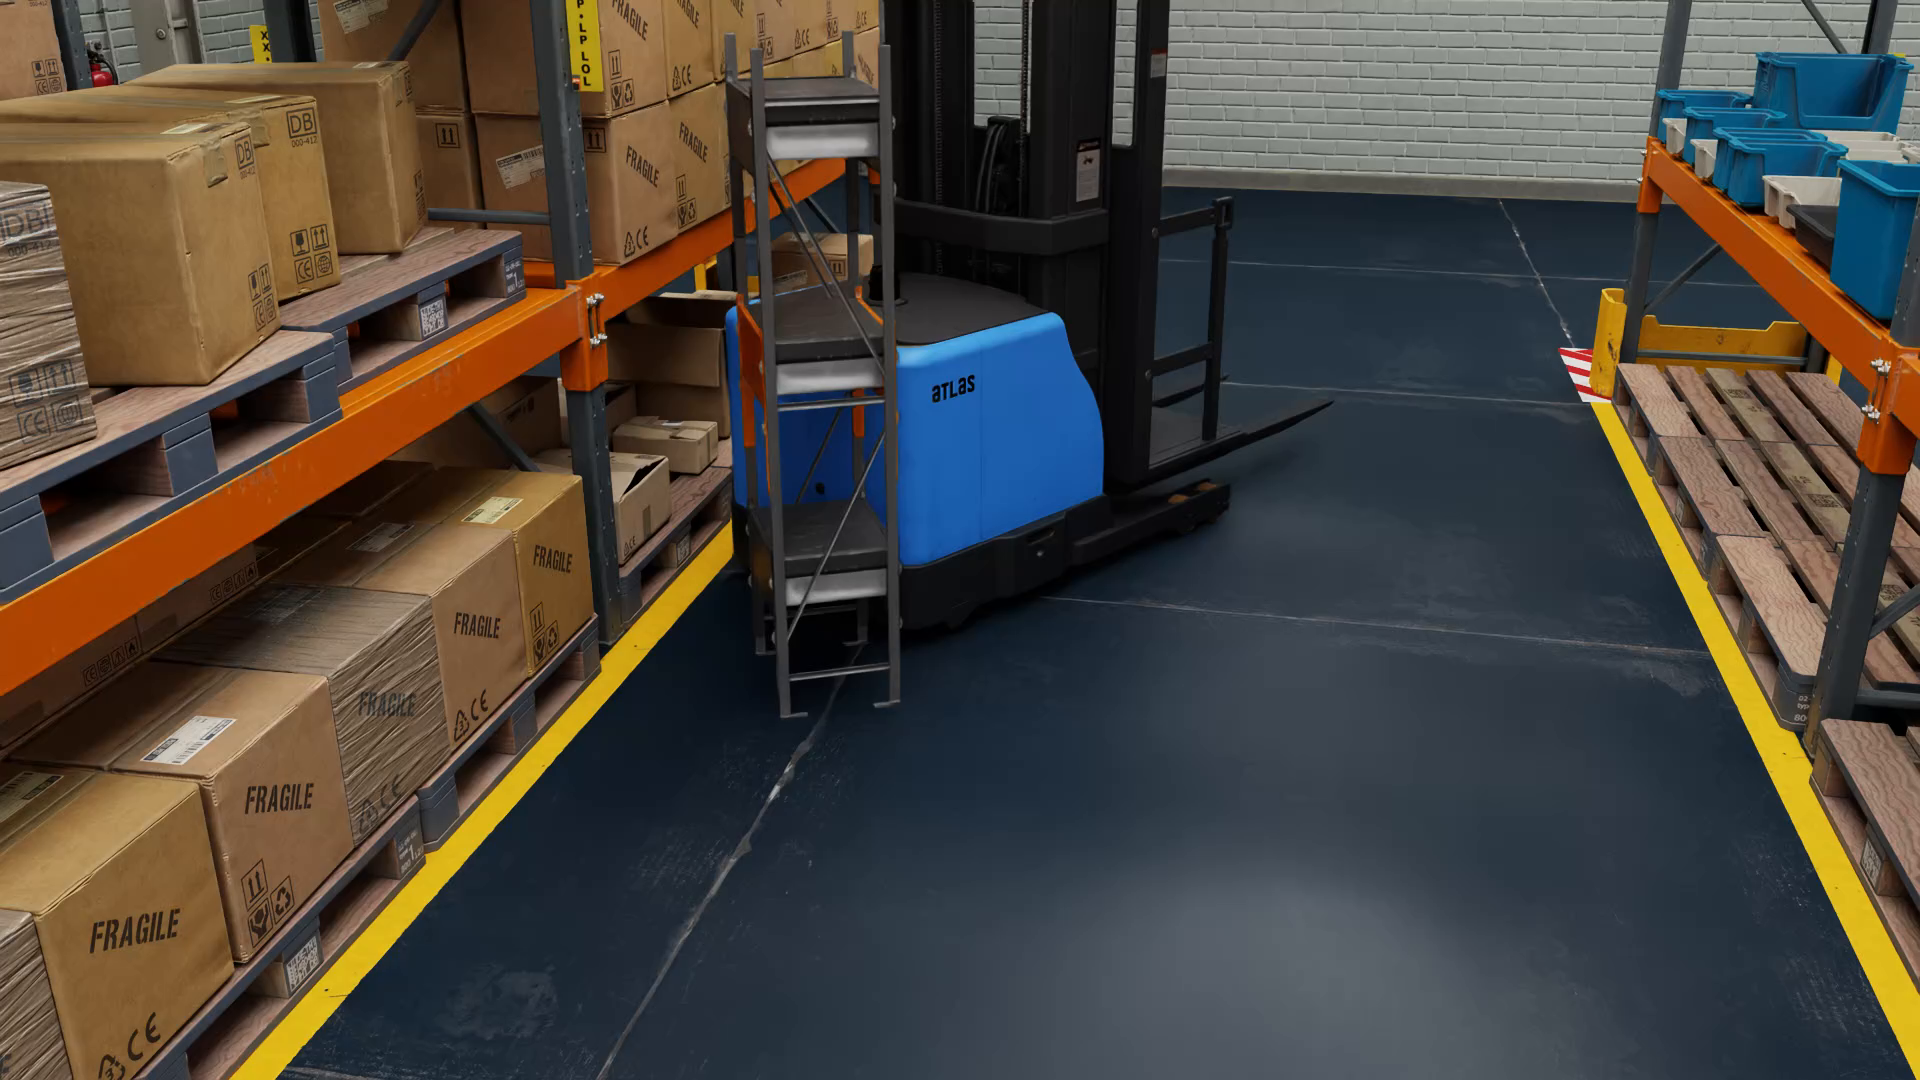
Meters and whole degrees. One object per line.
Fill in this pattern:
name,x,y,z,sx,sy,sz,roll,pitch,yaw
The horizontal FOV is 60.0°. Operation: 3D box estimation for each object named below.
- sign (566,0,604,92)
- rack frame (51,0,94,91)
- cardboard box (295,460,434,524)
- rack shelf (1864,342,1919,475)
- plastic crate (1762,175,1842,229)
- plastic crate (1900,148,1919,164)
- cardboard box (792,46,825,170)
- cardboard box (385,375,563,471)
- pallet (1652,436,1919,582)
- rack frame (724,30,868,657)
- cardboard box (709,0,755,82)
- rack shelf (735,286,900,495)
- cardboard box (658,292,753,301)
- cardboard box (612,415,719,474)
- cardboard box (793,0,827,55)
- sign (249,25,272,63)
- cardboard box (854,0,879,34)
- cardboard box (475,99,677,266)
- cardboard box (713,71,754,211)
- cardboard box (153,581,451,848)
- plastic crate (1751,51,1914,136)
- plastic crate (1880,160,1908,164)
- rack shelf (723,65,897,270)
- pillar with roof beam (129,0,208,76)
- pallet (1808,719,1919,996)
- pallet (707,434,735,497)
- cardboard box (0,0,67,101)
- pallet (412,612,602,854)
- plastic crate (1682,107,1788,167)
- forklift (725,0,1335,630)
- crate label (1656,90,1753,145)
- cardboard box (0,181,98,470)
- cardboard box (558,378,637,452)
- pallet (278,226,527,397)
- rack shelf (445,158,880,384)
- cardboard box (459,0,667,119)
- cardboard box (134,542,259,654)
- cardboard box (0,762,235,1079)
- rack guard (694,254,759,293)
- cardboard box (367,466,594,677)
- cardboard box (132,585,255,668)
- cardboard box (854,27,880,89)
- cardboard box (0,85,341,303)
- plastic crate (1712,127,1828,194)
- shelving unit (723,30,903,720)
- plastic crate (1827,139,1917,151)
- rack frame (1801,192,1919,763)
sign,-1.169,-1.563,5.170,0.100,0.325,0.005,4,22,11
rack frame,-5.747,-2.906,10.054,1.000,3.000,0.127,4,22,11
cardboard box,-2.050,0.047,5.479,0.500,0.500,0.500,3,22,8
rack shelf,2.728,0.377,2.865,1.077,0.370,4.000,4,22,11
plastic crate,3.197,-1.253,6.223,0.293,0.136,0.466,4,22,11
plastic crate,3.628,-1.205,5.909,0.437,0.282,0.530,4,22,11
cardboard box,-0.931,-2.020,7.719,0.500,0.500,0.500,5,22,11
cardboard box,-1.874,-0.342,6.444,0.500,0.500,0.500,4,22,11
pallet,3.494,-0.114,6.854,1.003,0.211,1.213,4,22,11
rack frame,-0.524,-0.587,5.500,0.400,2.100,0.015,-6,23,-15
cardboard box,-1.131,-2.105,6.592,0.500,0.500,0.500,4,22,9
rack shelf,-0.458,-0.486,5.287,0.431,0.518,0.480,-6,23,-15
cardboard box,-1.387,-1.098,8.657,0.500,0.250,0.500,4,22,11
cardboard box,-1.249,-0.411,7.062,0.380,0.166,0.250,4,22,11
cardboard box,-0.922,-2.482,7.528,0.500,0.500,0.500,5,22,12
sign,-2.246,-1.507,5.422,0.100,0.325,0.005,4,22,11
cardboard box,-0.718,-2.856,8.458,0.500,0.500,0.500,4,22,10
cardboard box,-1.342,-1.279,5.880,0.500,0.500,0.500,5,22,12
cardboard box,-1.136,-1.649,6.800,0.500,0.500,0.500,4,22,11
cardboard box,-1.745,0.454,4.468,0.500,0.500,0.500,5,22,12
plastic crate,4.066,-2.058,7.822,0.616,0.435,0.499,4,22,11
plastic crate,3.814,-1.426,6.652,0.298,0.136,0.250,4,22,11
rack shelf,-0.458,-1.136,5.025,0.431,0.518,0.480,-6,23,-15
pillar with roof beam,-1.828,-6.414,10.734,9.100,9.000,0.400,4,22,11
pallet,2.937,0.884,4.375,1.003,0.211,1.213,4,22,11
pallet,-1.325,-0.472,7.743,1.003,0.211,1.213,4,22,11
cardboard box,-5.841,-2.858,9.533,0.980,0.700,0.700,5,23,13
pallet,-1.842,0.527,5.263,1.003,0.211,1.213,4,22,11
plastic crate,3.445,-1.795,7.439,0.416,0.233,0.300,4,22,11
forklift,0.499,-1.502,6.660,1.130,2.935,3.031,20,29,40
crate label,3.579,-2.036,8.037,0.416,0.233,0.303,4,22,11
cardboard box,-2.137,-0.404,3.146,0.700,0.500,0.500,9,24,21
cardboard box,-1.721,-0.528,7.160,0.500,0.311,0.500,4,22,11
pallet,-1.983,-0.694,4.819,1.003,0.211,1.213,4,22,11
rack shelf,-1.305,-1.465,7.438,1.077,0.370,4.000,4,22,11
cardboard box,-1.341,-1.728,5.657,0.500,0.500,0.500,5,22,12
cardboard box,-2.254,0.065,4.431,0.500,0.250,0.500,5,22,11
cardboard box,-1.948,0.832,3.530,0.500,0.500,0.500,4,22,10
rack guard,-0.912,-1.343,9.518,1.175,0.500,0.348,4,22,11
cardboard box,-1.533,0.091,5.370,0.500,0.500,0.500,4,22,11
cardboard box,-2.257,0.425,4.540,0.500,0.500,0.500,5,22,12
cardboard box,-0.721,-2.392,8.643,0.500,0.500,0.500,5,23,13
cardboard box,-2.107,-0.896,4.366,0.700,0.500,0.500,8,23,19
plastic crate,3.310,-1.554,6.842,0.416,0.233,0.300,4,22,11
shelving unit,-0.458,-0.499,5.282,0.431,2.100,0.503,-6,23,-15
plastic crate,3.889,-1.639,7.182,0.396,0.136,0.243,4,22,11
rack frame,3.136,-0.688,4.547,1.000,3.000,0.127,4,22,11
